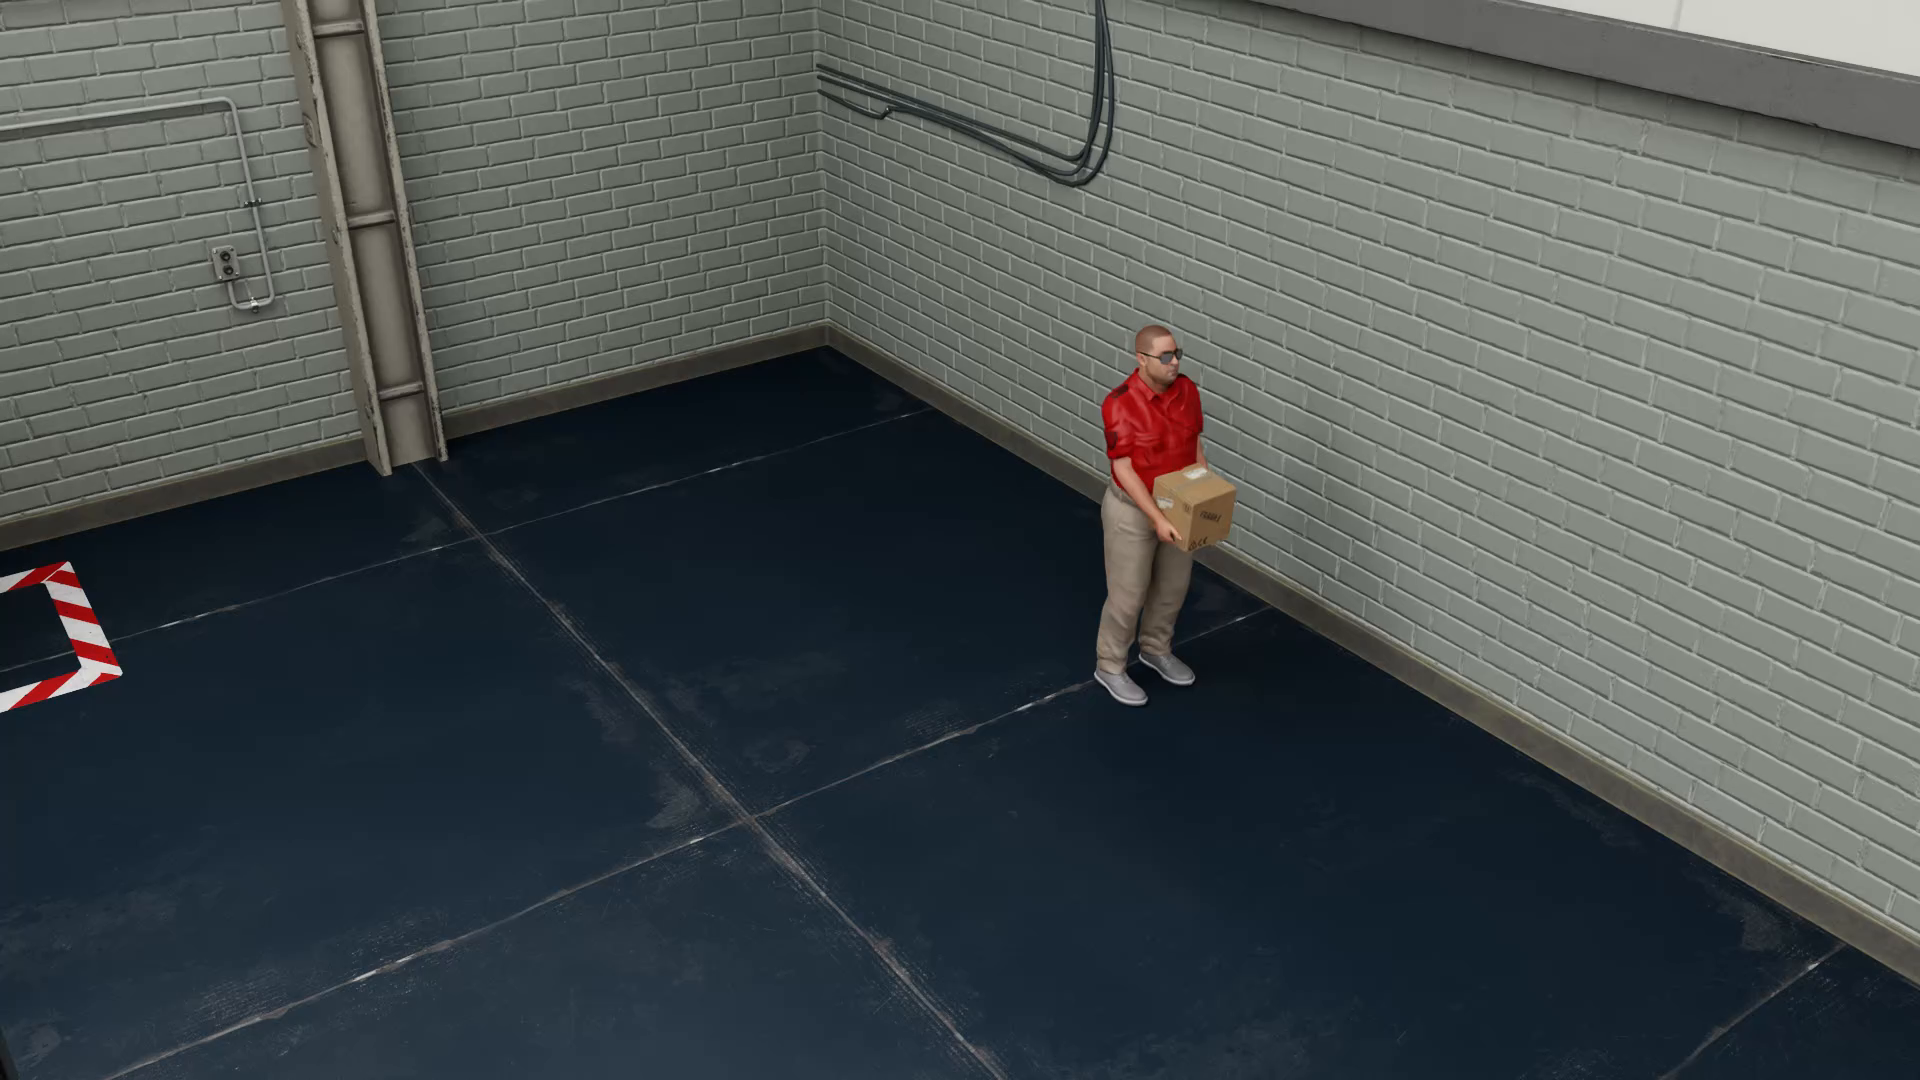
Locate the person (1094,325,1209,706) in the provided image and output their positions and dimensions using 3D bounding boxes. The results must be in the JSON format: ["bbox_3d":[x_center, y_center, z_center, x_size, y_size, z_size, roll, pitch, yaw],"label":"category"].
[{"bbox_3d":[0.904,-0.084,7.298,0.509,1.722,0.520,-19,34,-31],"label":"person"}]
